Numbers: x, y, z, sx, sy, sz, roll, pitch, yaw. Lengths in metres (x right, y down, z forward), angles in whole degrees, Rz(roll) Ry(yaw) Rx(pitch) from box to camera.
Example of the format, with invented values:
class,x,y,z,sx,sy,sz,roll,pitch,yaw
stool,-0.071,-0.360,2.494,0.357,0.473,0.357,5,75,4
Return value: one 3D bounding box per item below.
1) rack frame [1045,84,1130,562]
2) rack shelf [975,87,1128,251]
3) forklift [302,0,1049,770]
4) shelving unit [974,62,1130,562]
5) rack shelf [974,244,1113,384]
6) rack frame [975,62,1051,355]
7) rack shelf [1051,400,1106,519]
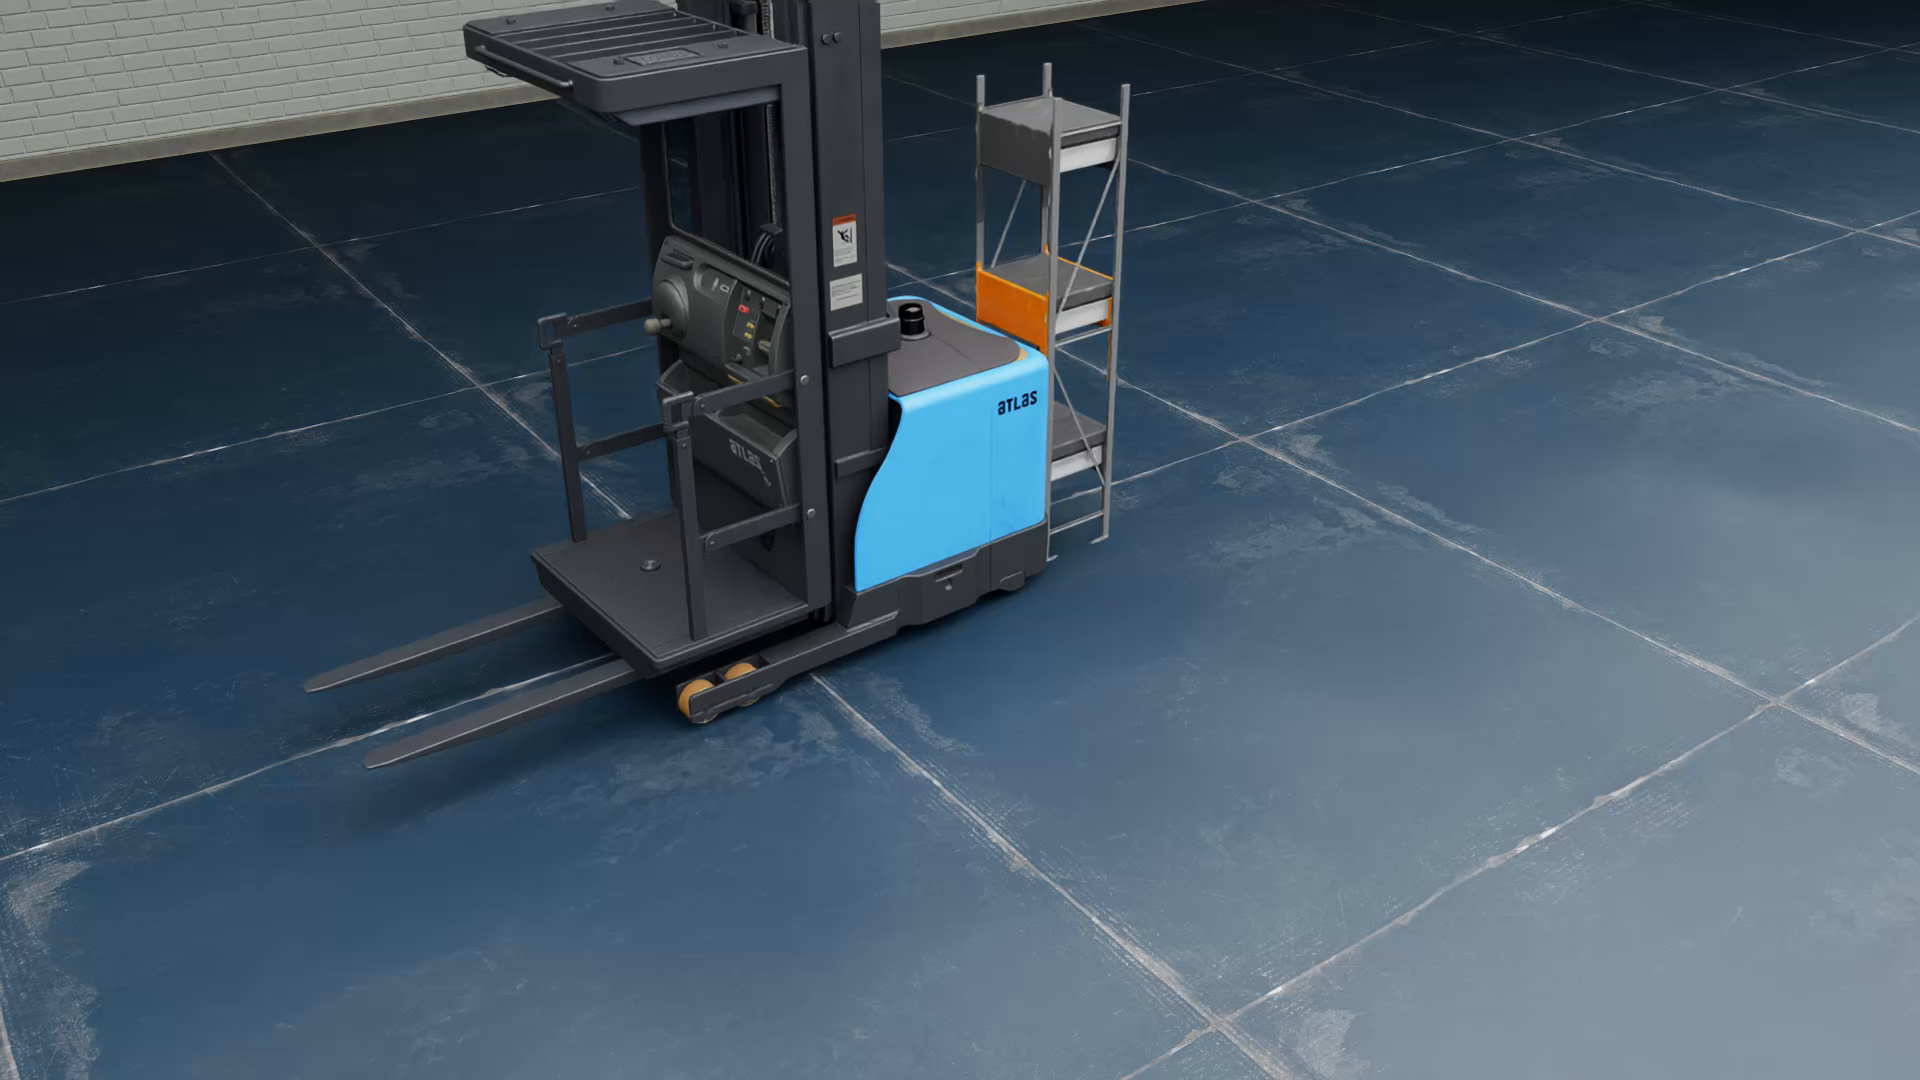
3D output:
class,x,y,z,sx,sy,sz,roll,pitch,yaw
rack frame,0.530,-0.875,7.161,0.400,2.100,0.015,-20,35,-33
rack shelf,0.379,-1.570,7.002,0.431,0.518,0.480,-20,35,-33
forklift,-1.087,-0.863,6.267,3.031,2.935,1.130,-20,35,-33
shelving unit,0.379,-0.967,7.330,0.431,2.100,0.503,-20,35,-33
rack shelf,0.379,-0.955,7.336,0.431,0.518,0.480,-20,35,-33
rack frame,0.229,-1.058,7.499,0.400,2.100,0.015,-20,35,-33
rack shelf,0.379,-0.340,7.670,0.431,0.518,0.480,-20,35,-33
